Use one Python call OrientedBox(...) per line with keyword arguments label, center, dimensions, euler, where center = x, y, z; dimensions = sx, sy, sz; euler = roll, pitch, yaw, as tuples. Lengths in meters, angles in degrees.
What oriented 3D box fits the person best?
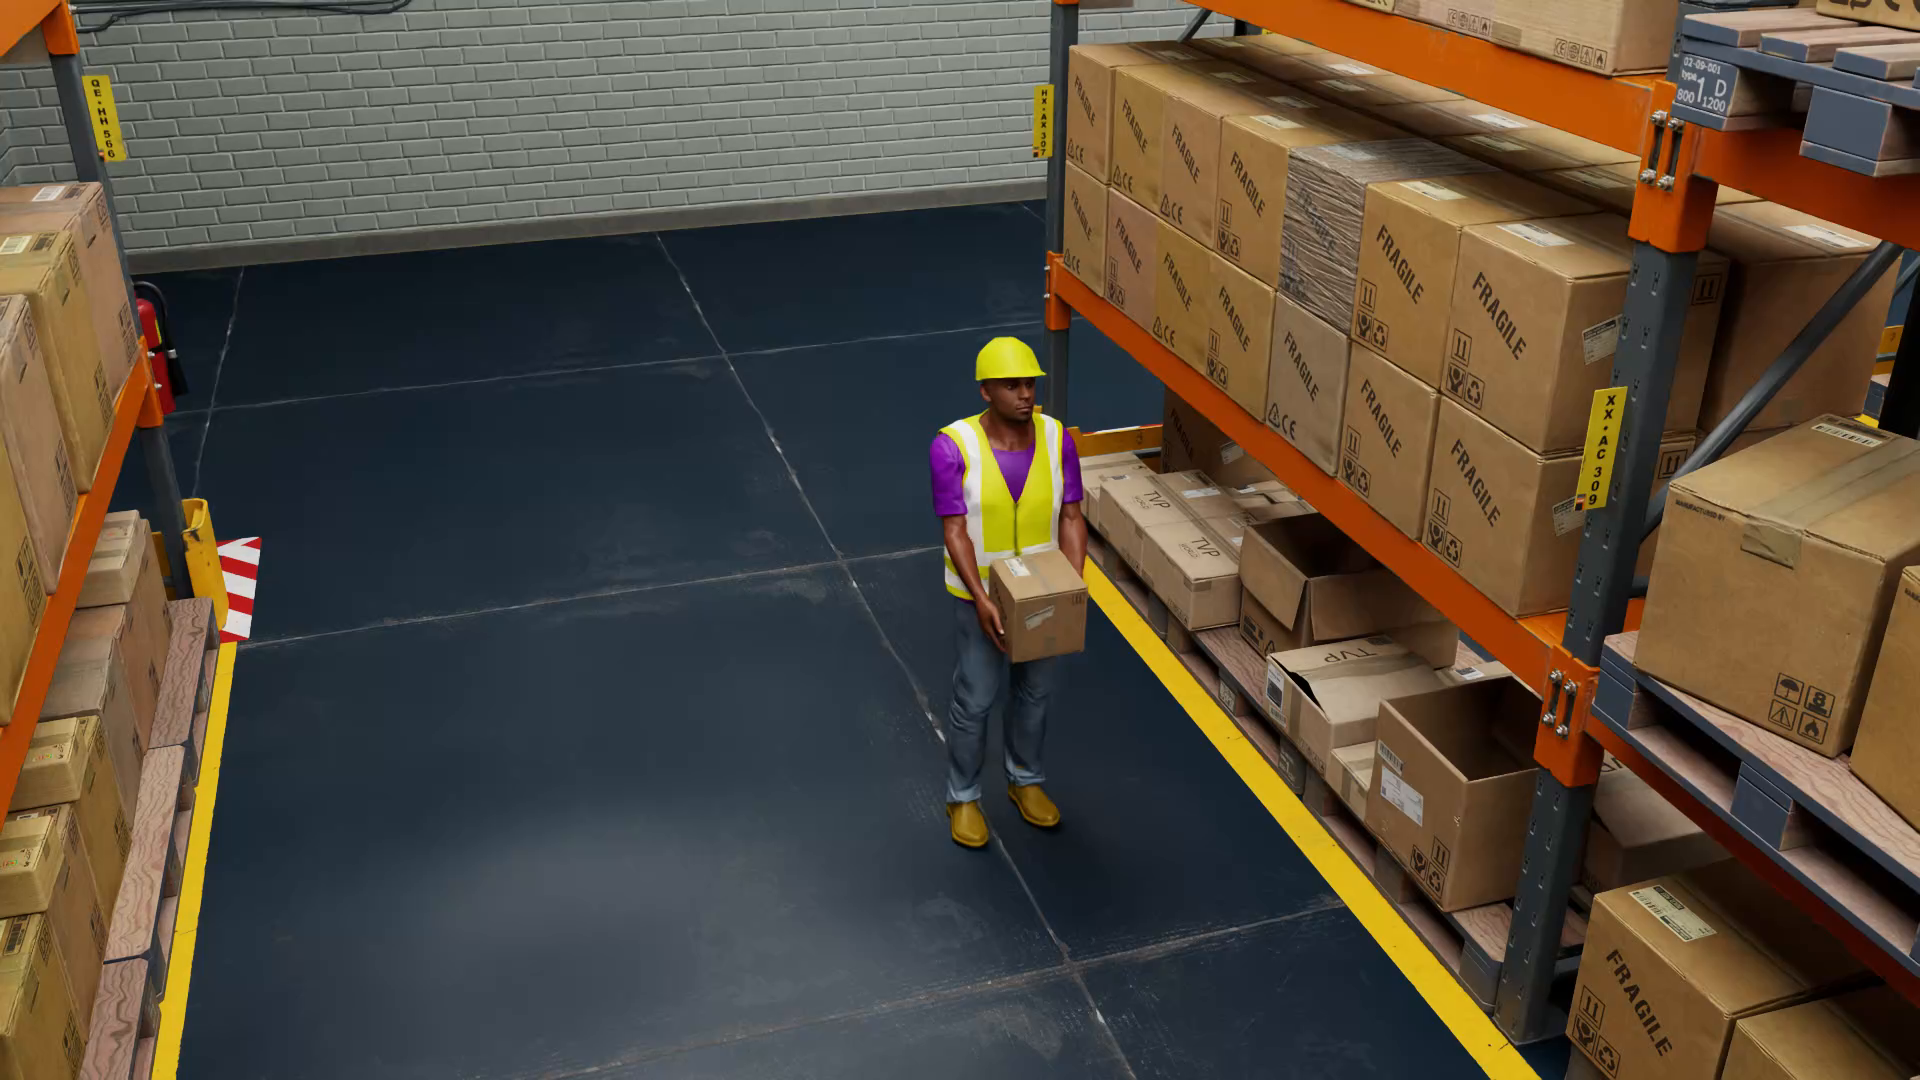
OrientedBox(label="person", center=(0.191, 0.200, 5.675), dimensions=(0.524, 1.772, 0.559), euler=(-8, 27, -16))
